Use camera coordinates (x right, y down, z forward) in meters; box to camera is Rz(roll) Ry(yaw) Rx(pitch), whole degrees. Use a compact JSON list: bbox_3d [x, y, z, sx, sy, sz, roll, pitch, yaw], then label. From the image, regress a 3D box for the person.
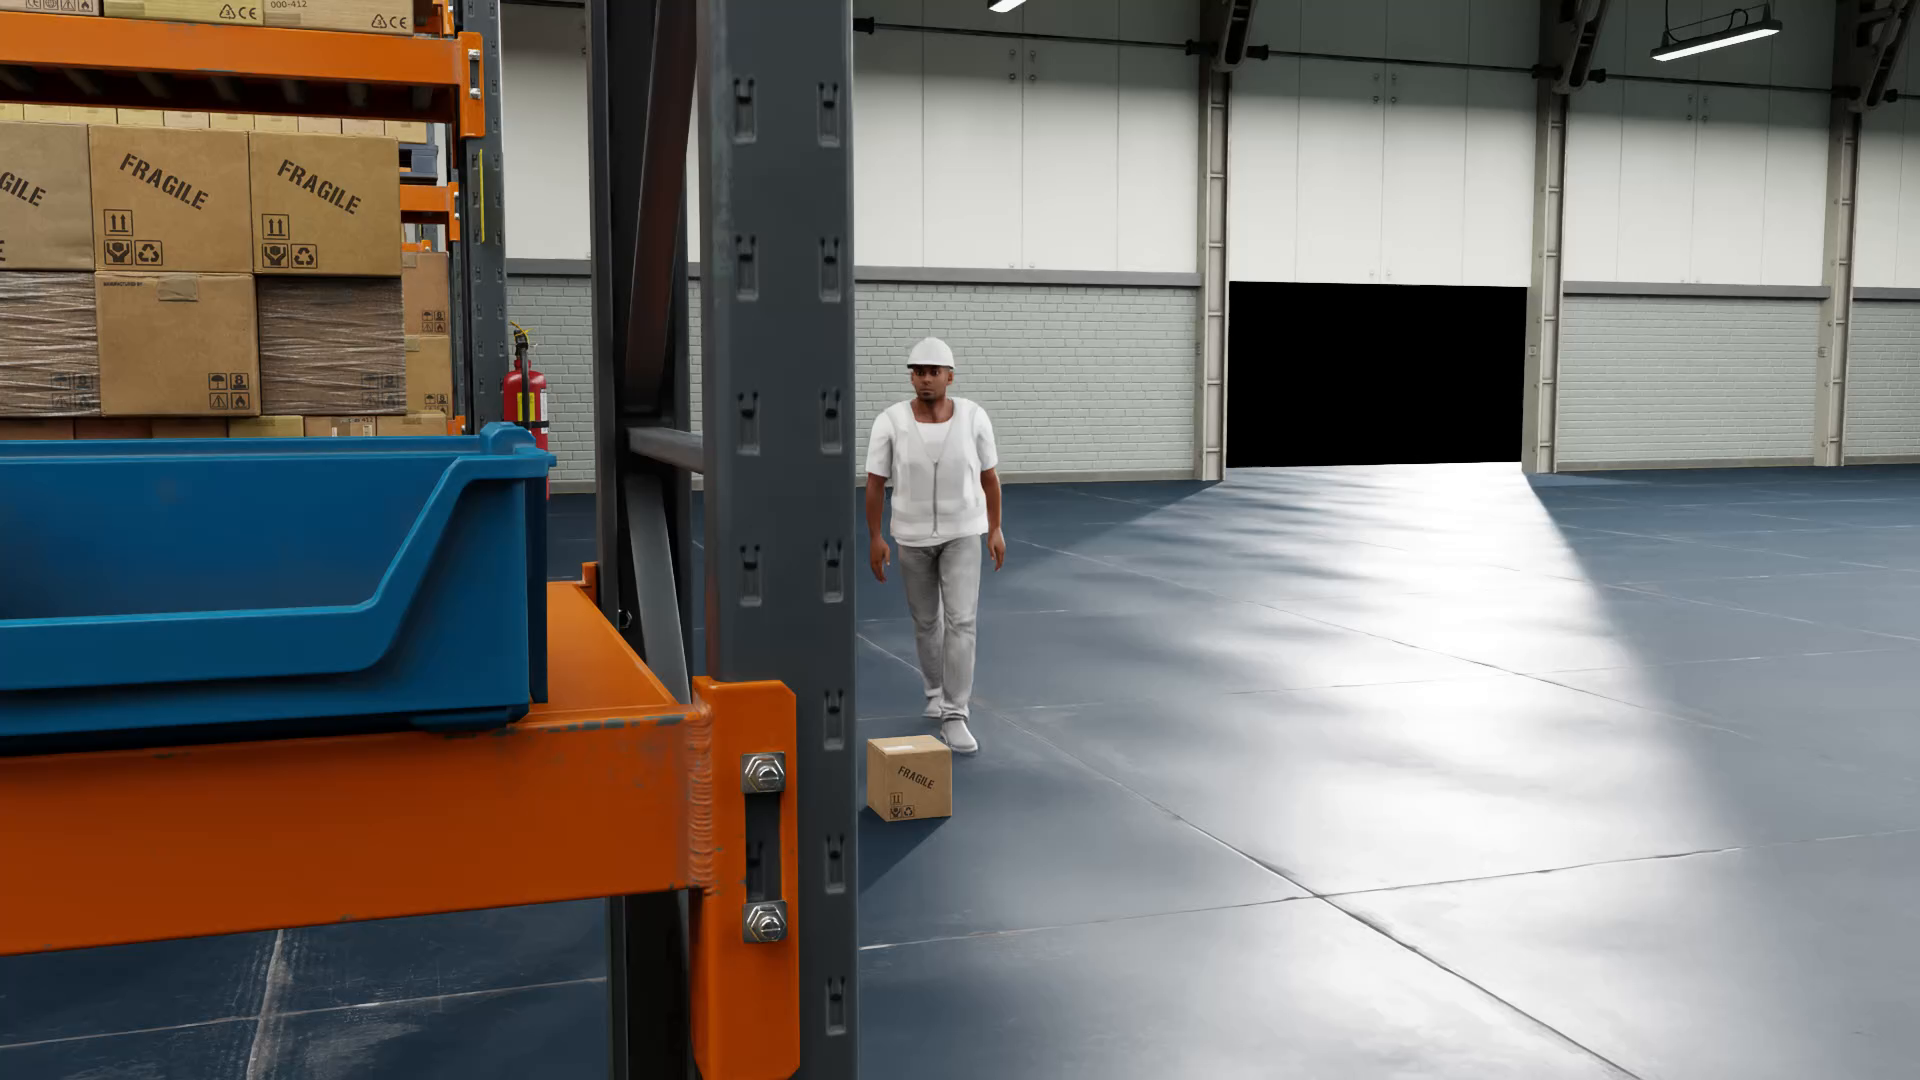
[{"bbox_3d":[-0.118,-0.013,7.236,0.602,1.716,0.914,1,6,6],"label":"person"}]
